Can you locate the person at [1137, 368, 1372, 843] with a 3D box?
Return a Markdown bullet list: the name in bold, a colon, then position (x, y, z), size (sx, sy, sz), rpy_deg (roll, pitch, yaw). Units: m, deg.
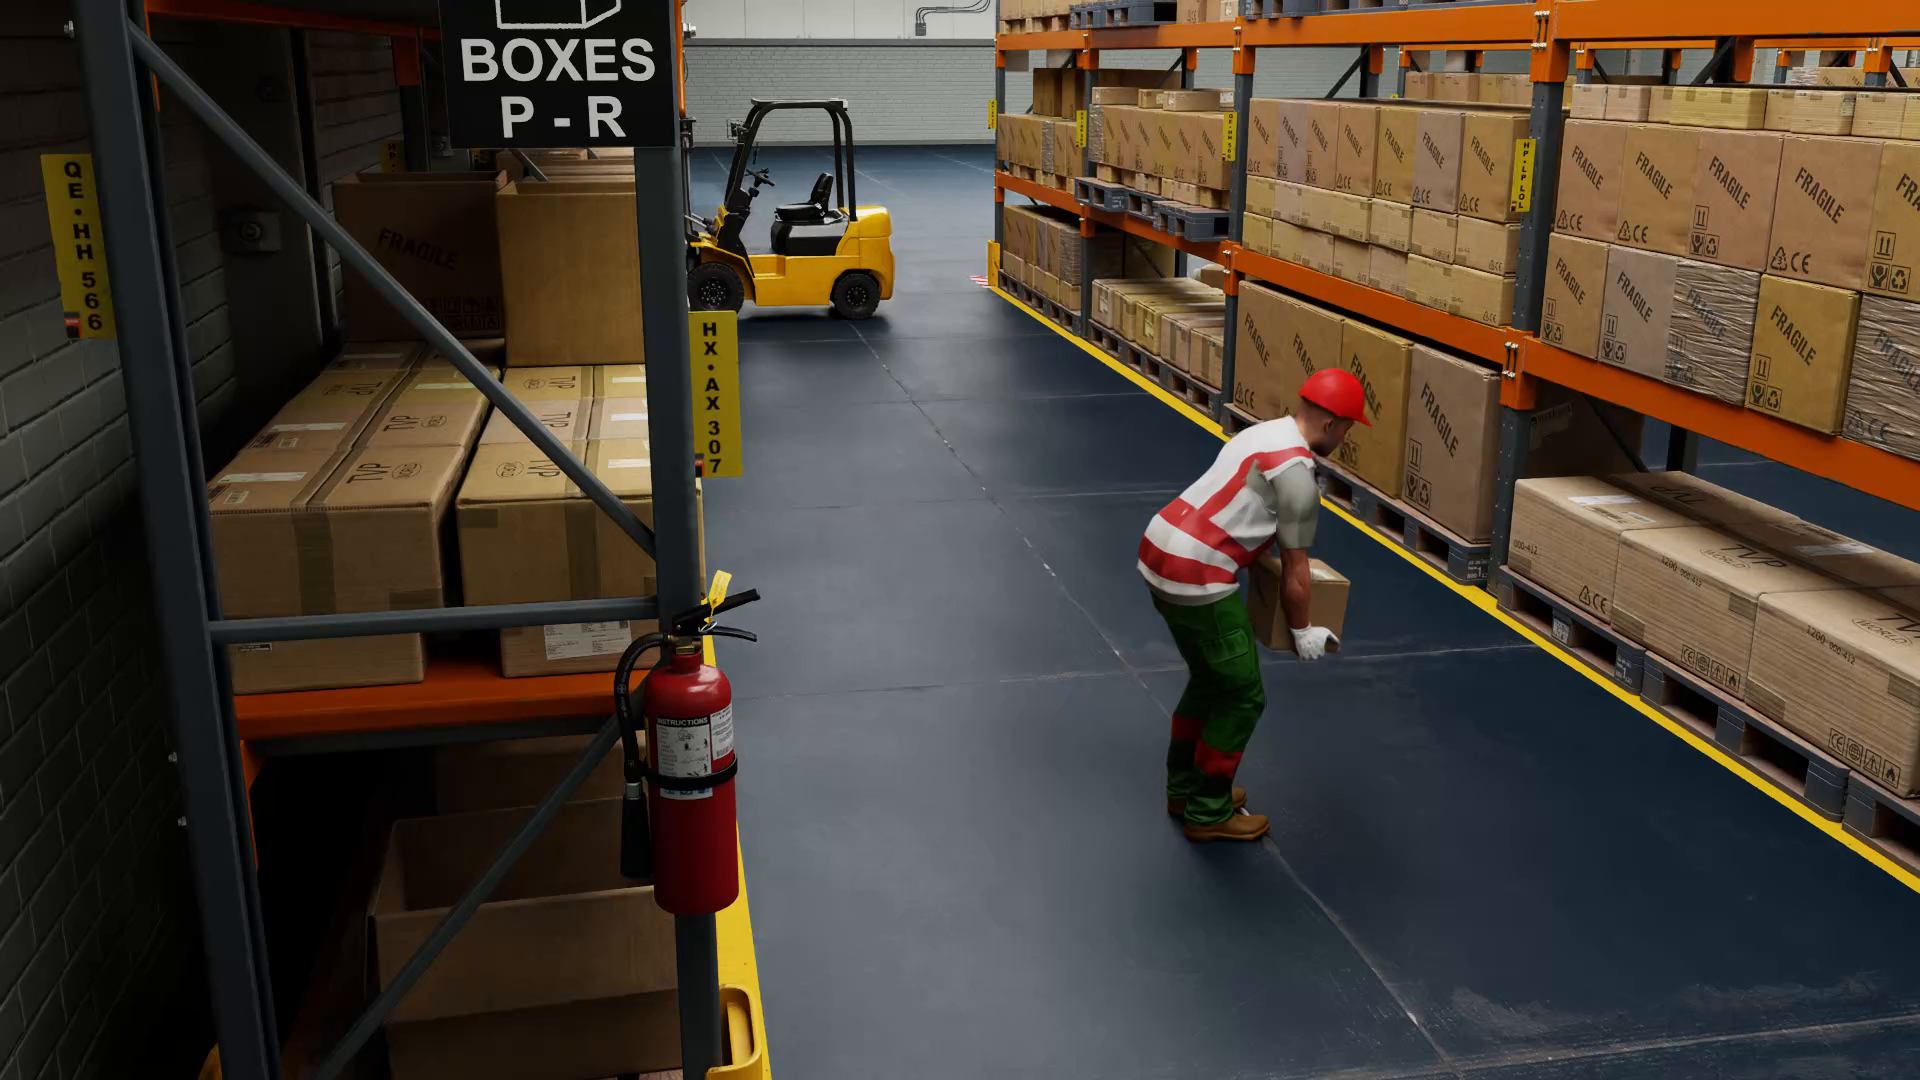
- **person**: position (0.990, 0.214, 5.619), size (0.782, 1.583, 0.487), rpy_deg (-4, 17, -12)
